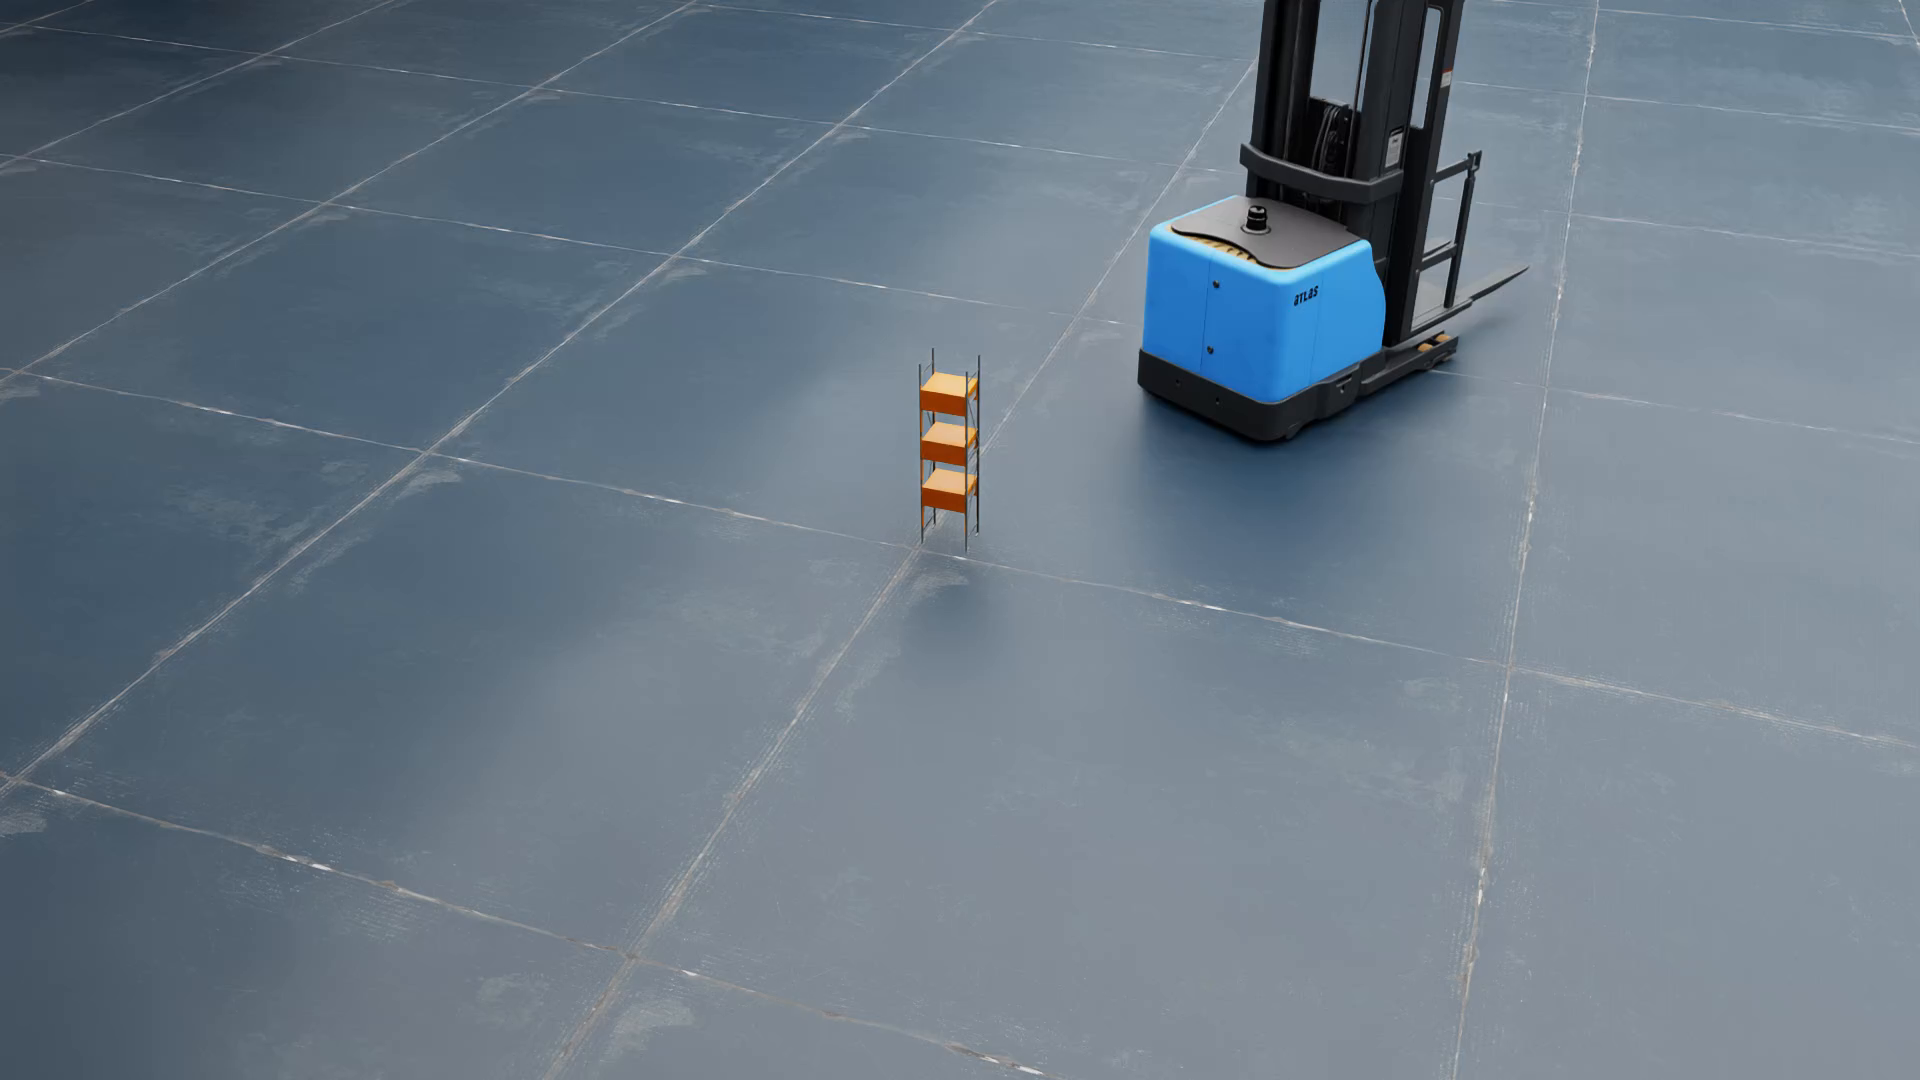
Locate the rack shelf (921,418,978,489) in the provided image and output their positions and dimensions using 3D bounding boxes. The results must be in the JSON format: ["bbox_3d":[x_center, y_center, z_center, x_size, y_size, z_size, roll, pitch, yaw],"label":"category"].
[{"bbox_3d":[-0.050,-0.442,8.486,0.240,0.259,0.215,11,34,16],"label":"rack shelf"}]

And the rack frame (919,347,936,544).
[{"bbox_3d":[-0.165,-0.473,8.515,0.008,1.050,0.200,11,34,16],"label":"rack frame"}]

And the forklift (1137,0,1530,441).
[{"bbox_3d":[2.504,-2.477,9.884,3.031,2.935,1.130,-26,41,-35],"label":"forklift"}]

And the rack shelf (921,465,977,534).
[{"bbox_3d":[-0.050,-0.208,8.637,0.240,0.259,0.215,11,34,16],"label":"rack shelf"}]

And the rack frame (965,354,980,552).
[{"bbox_3d":[0.064,-0.429,8.446,0.008,1.050,0.200,11,34,16],"label":"rack frame"}]

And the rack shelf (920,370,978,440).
[{"bbox_3d":[-0.050,-0.680,8.332,0.240,0.259,0.215,11,34,16],"label":"rack shelf"}]

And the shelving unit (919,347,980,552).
[{"bbox_3d":[-0.050,-0.451,8.480,0.252,1.050,0.215,11,34,16],"label":"shelving unit"}]
